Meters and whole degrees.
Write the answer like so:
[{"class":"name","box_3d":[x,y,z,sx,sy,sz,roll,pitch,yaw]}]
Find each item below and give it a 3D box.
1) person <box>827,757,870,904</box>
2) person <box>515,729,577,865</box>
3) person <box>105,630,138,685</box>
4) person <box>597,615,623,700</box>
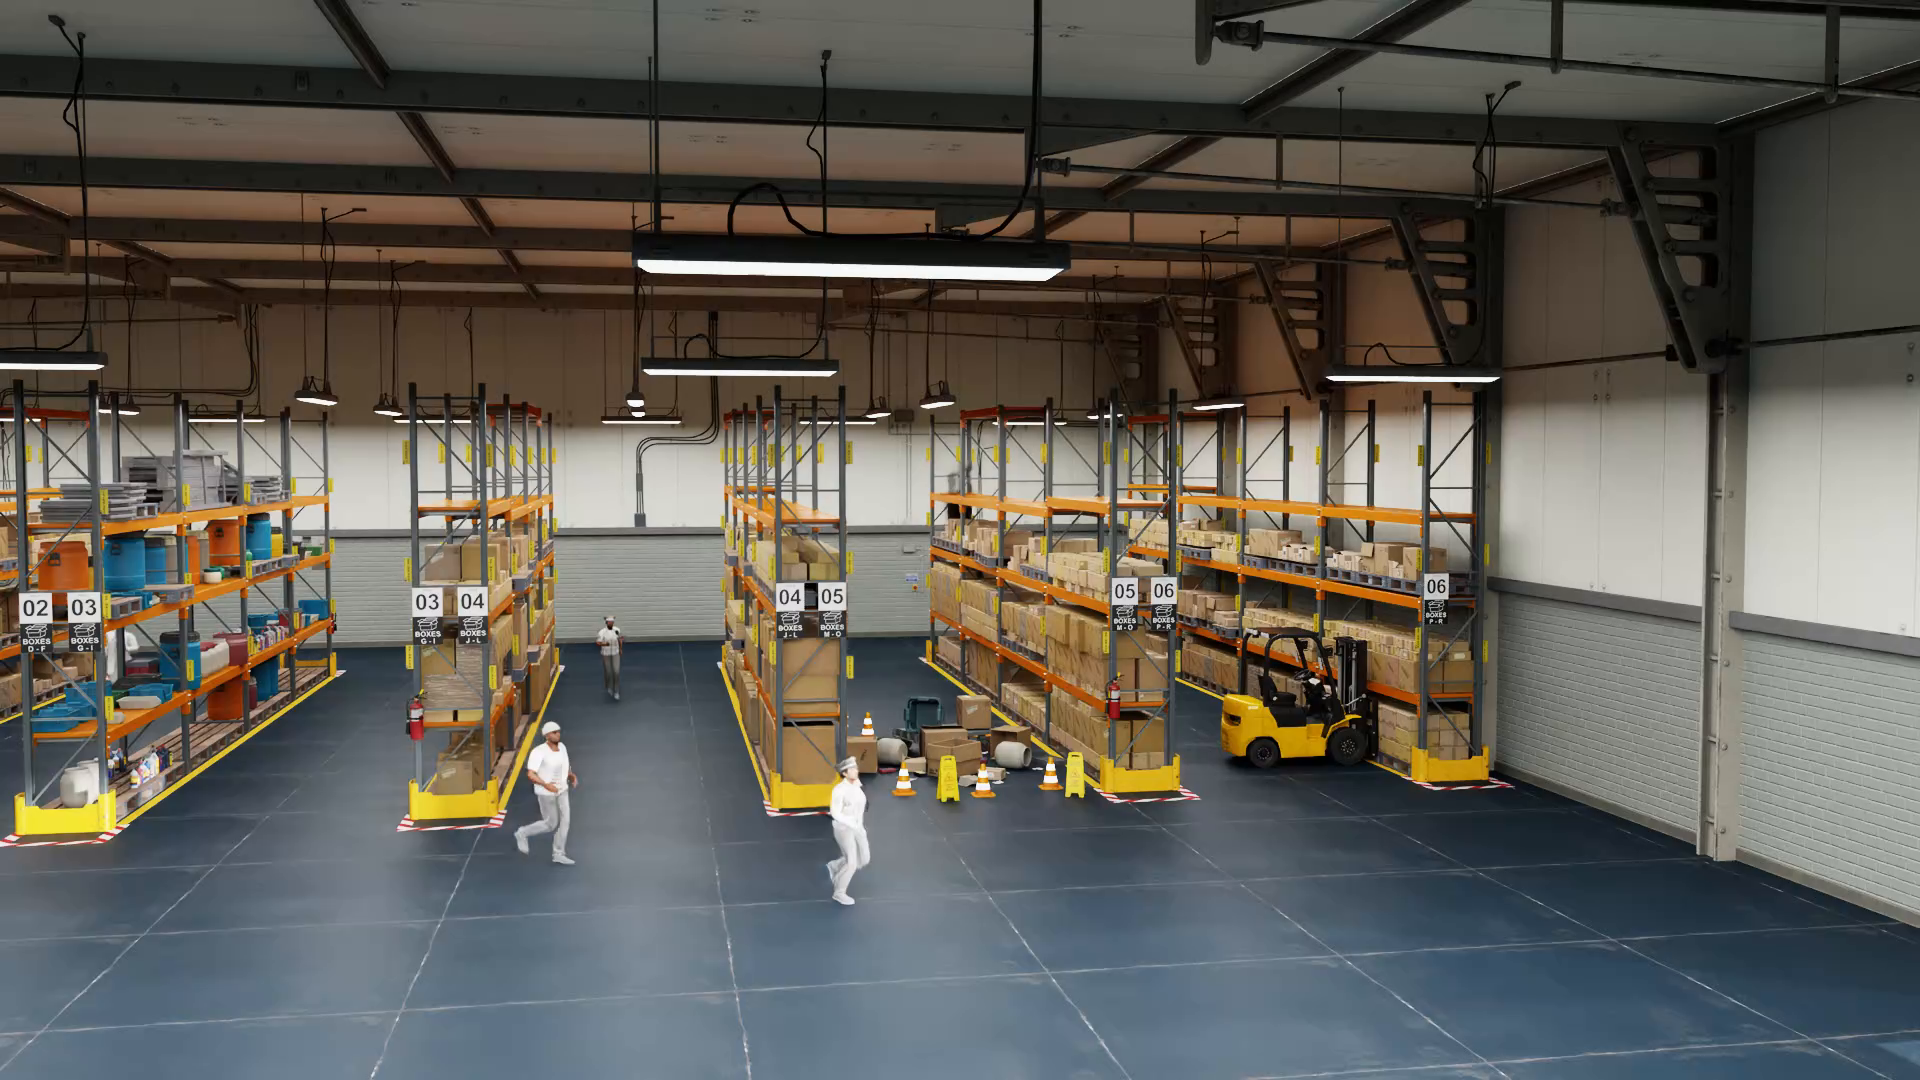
[{"class":"person","box_3d":[-1.247,3.237,18.648,0.615,1.661,0.637,2,3,31]},{"class":"person","box_3d":[-5.067,3.123,20.498,0.782,1.714,0.706,1,3,27]},{"class":"person","box_3d":[-16.544,2.438,32.697,0.704,1.754,1.054,-1,3,-22]},{"class":"person","box_3d":[-7.244,2.413,34.452,0.564,1.754,0.794,-1,3,-16]}]
